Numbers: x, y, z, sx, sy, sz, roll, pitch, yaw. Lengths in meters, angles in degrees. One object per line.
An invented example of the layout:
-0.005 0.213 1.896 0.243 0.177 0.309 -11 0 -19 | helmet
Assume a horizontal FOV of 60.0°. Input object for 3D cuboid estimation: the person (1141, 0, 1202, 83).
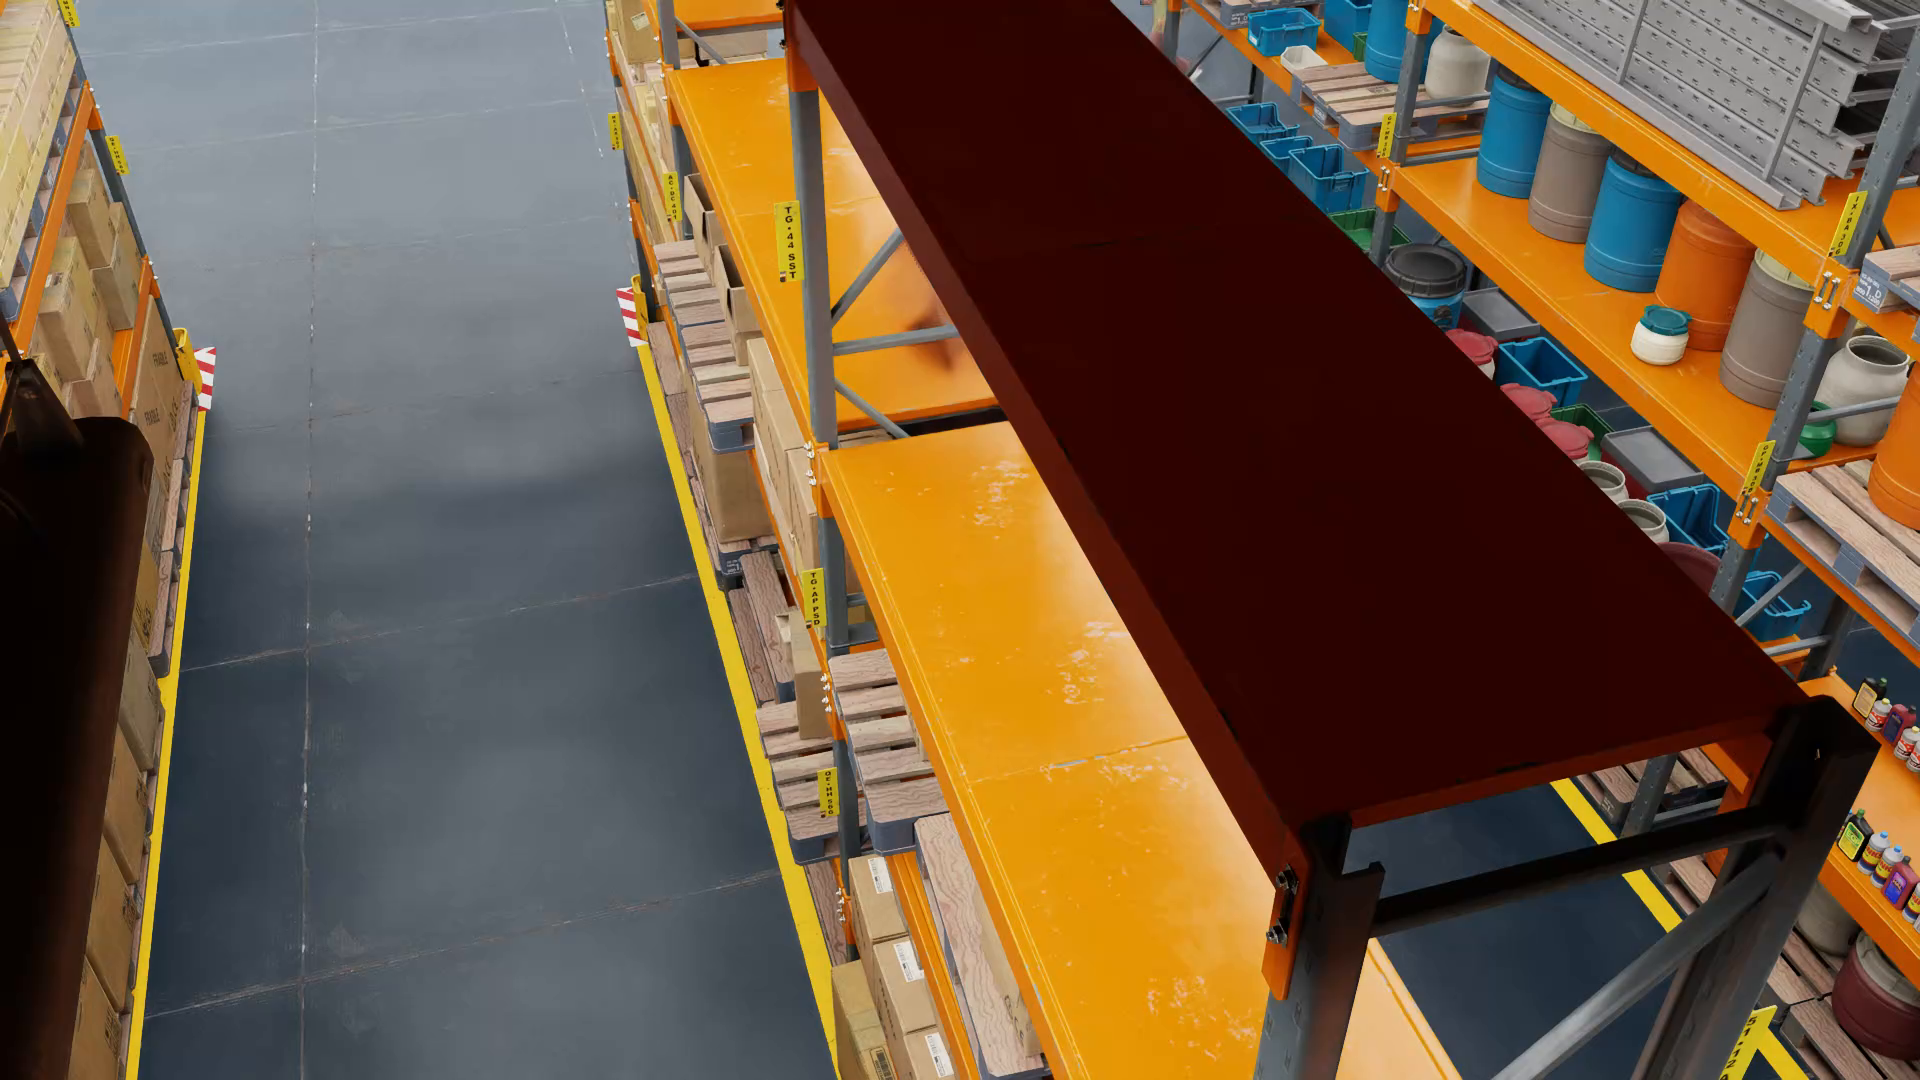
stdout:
2.344 -5.780 18.792 0.867 1.640 0.589 6 39 7 | person
